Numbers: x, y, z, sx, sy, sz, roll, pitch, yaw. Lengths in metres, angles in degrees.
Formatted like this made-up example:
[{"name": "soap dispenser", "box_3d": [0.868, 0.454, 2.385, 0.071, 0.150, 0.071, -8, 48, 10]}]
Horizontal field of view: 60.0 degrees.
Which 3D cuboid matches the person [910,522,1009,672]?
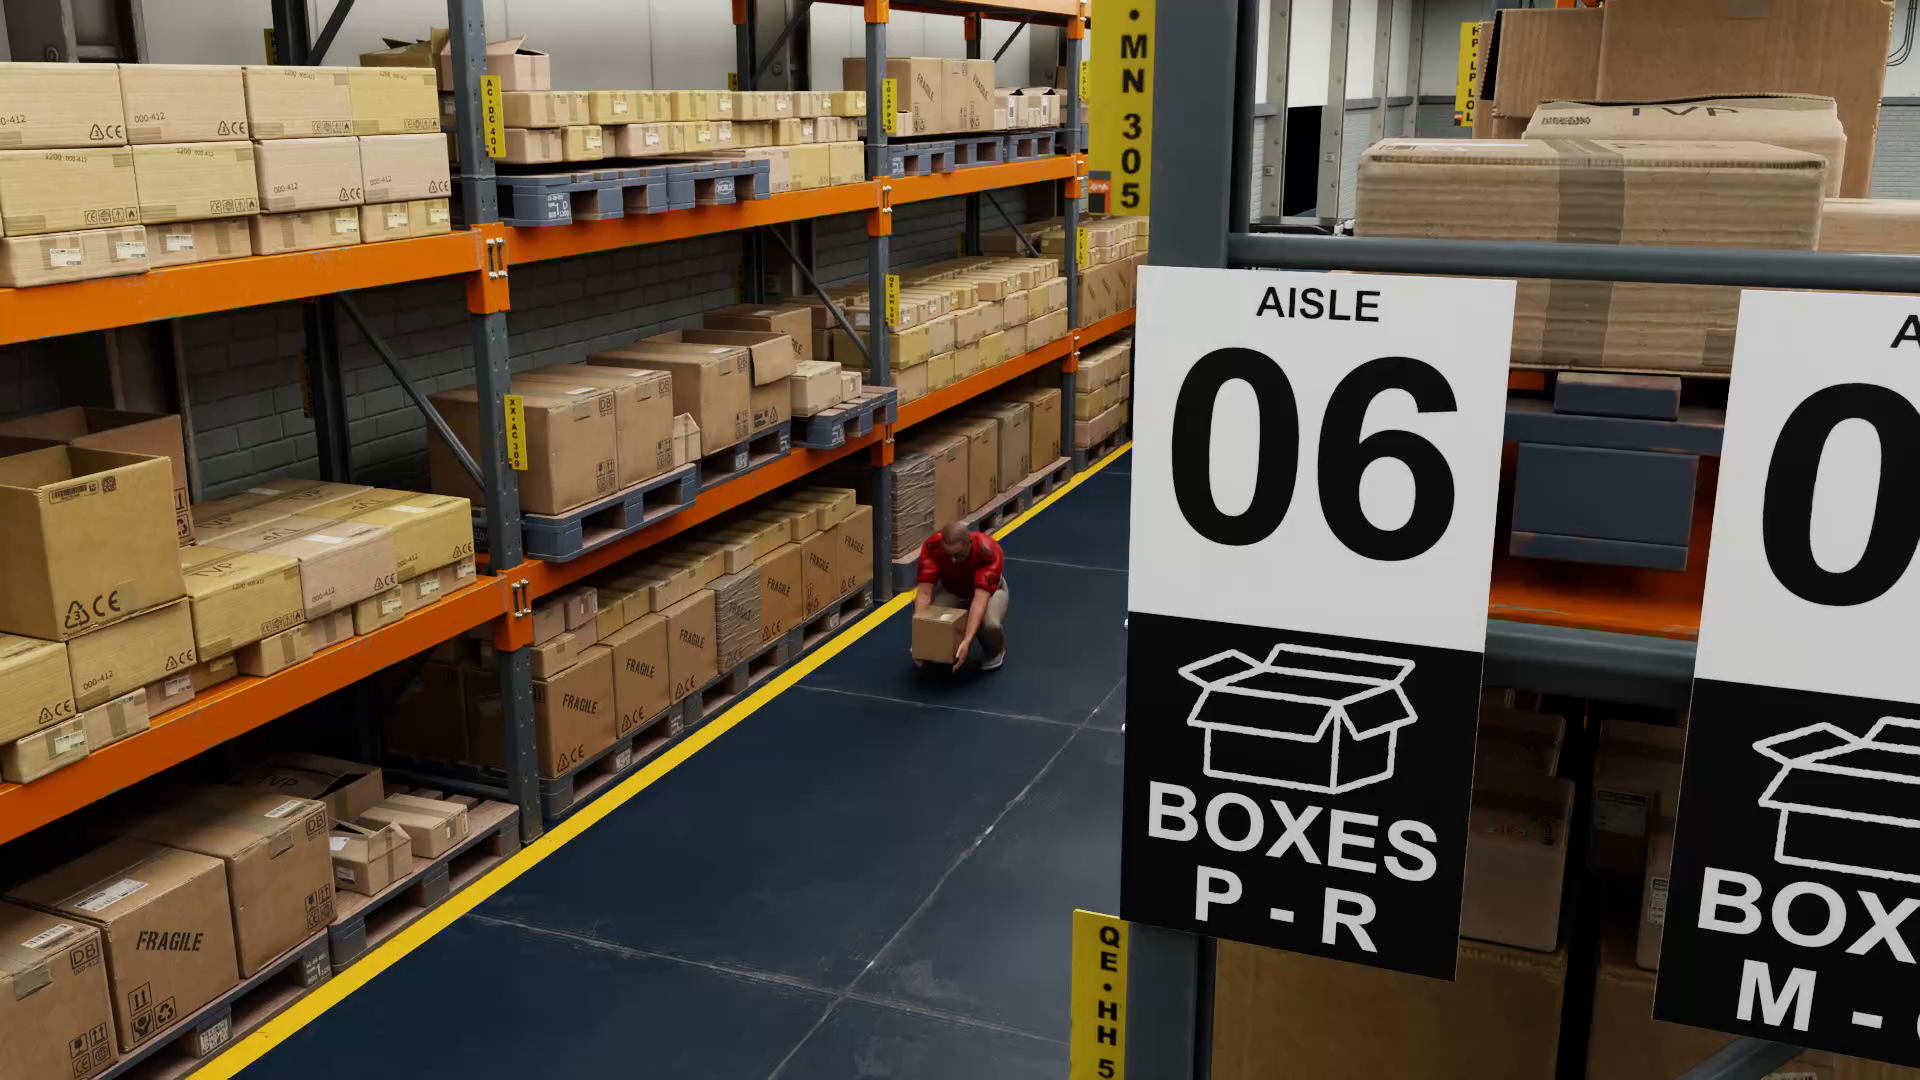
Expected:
[{"name": "person", "box_3d": [0.010, 0.312, 9.870, 0.544, 0.976, 0.883, 6, 16, 20]}]
